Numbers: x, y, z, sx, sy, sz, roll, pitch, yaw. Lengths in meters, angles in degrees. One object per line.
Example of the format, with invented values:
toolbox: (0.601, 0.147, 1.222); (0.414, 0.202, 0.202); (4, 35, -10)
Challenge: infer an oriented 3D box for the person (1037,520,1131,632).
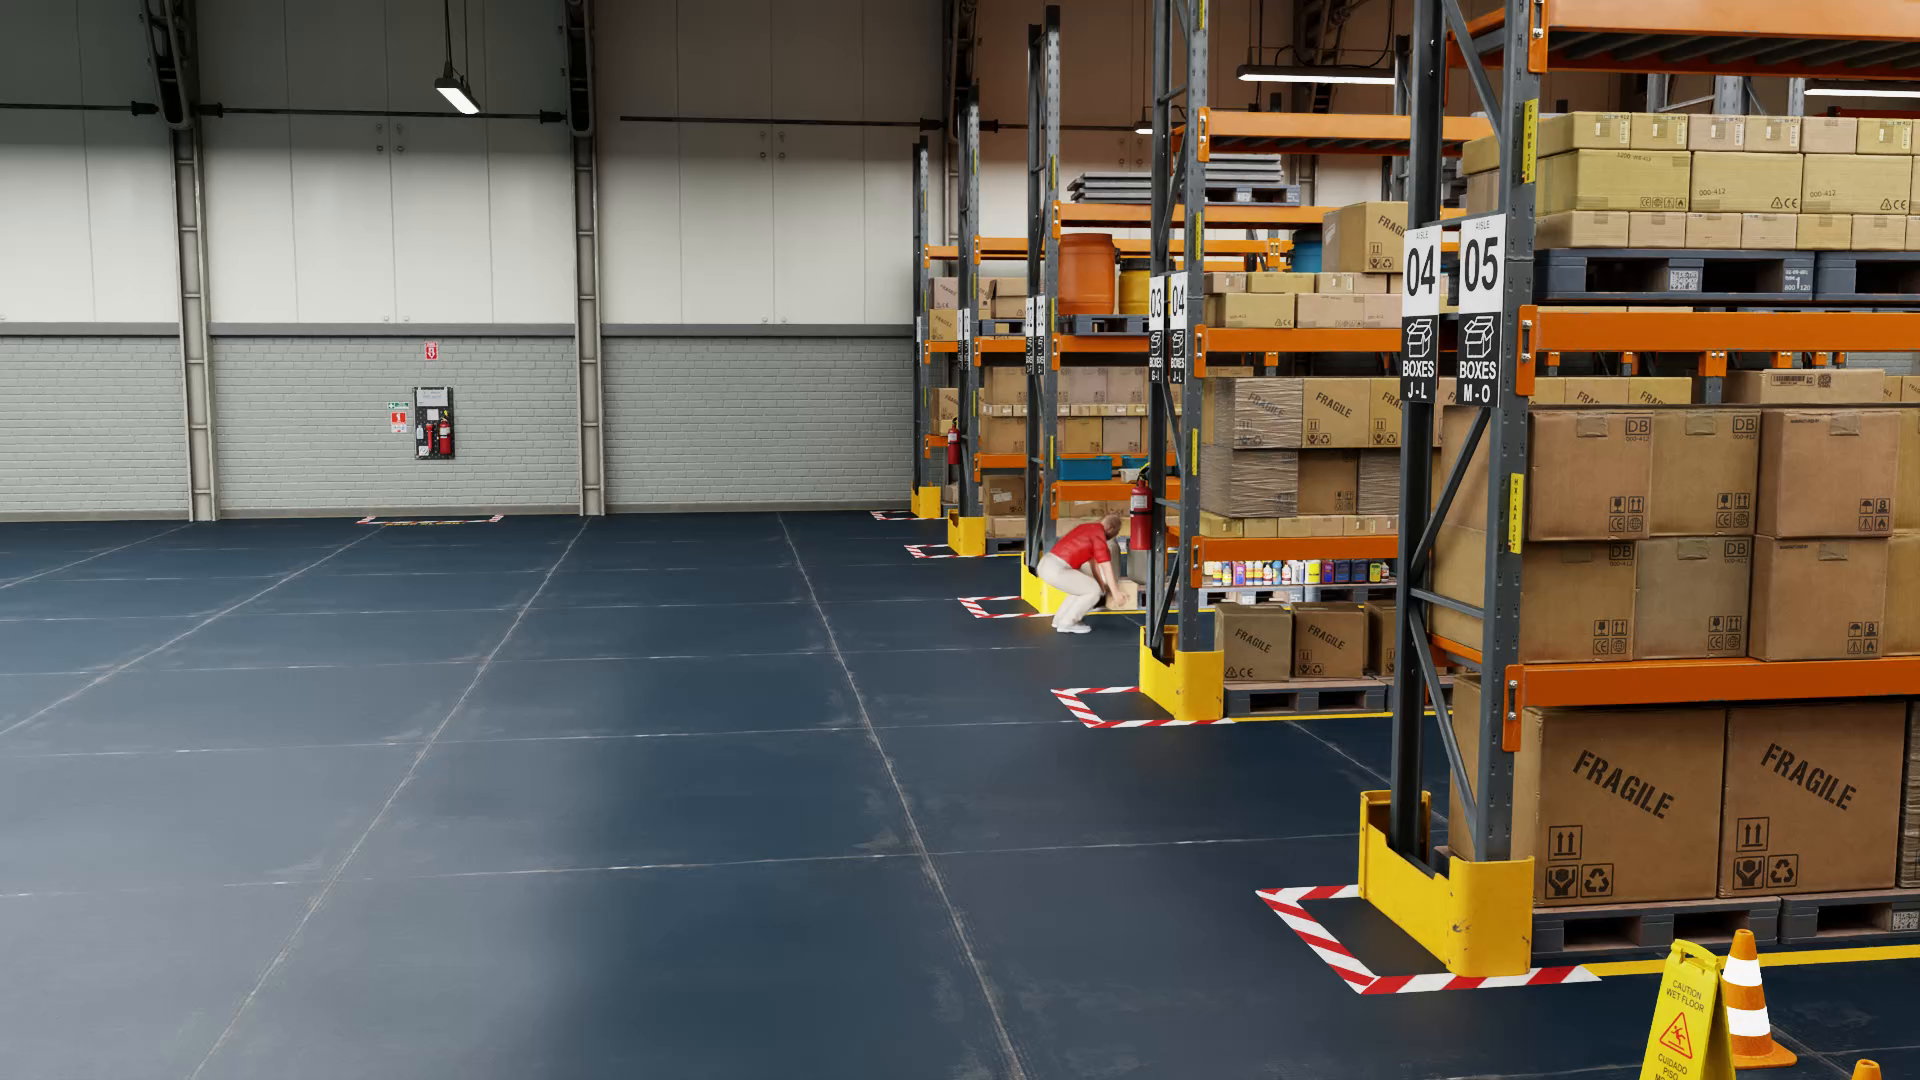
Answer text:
person: (1.169, 0.337, 15.871); (0.863, 1.046, 0.561); (-1, 7, -9)
